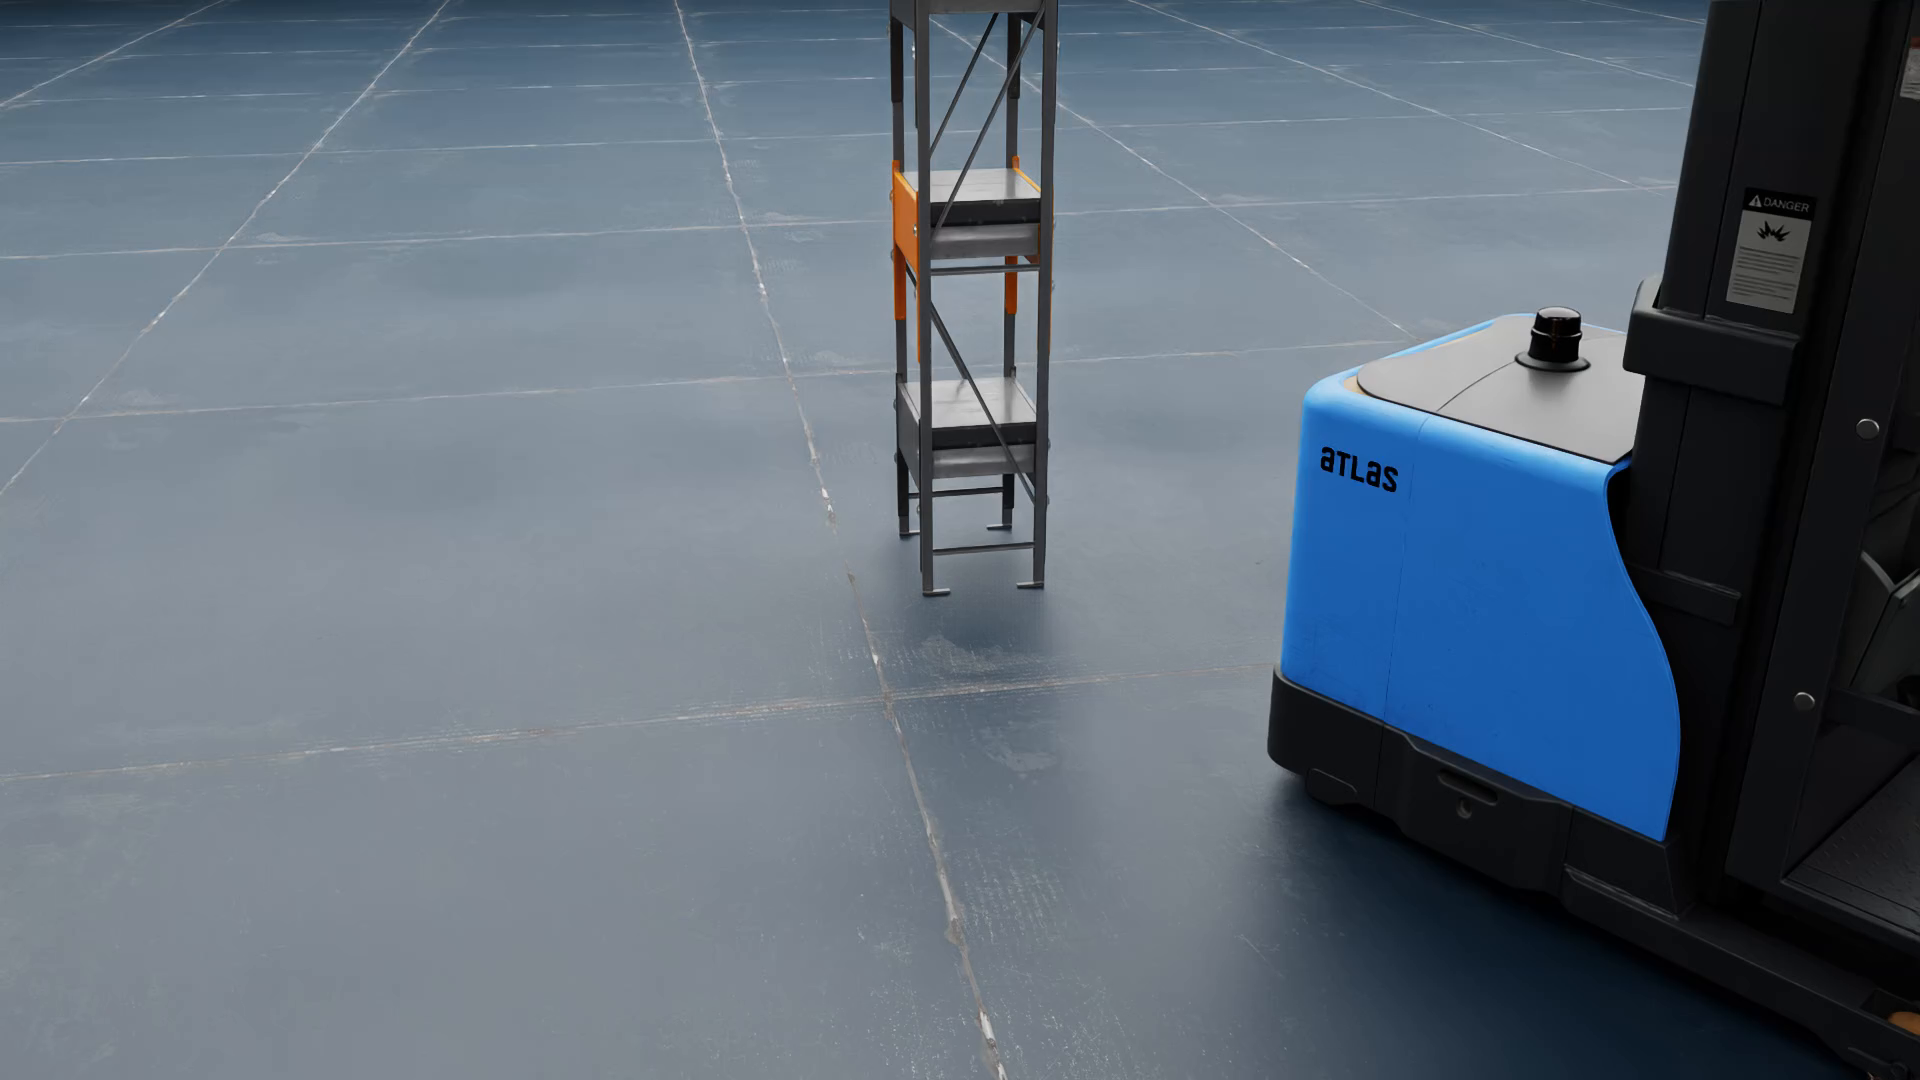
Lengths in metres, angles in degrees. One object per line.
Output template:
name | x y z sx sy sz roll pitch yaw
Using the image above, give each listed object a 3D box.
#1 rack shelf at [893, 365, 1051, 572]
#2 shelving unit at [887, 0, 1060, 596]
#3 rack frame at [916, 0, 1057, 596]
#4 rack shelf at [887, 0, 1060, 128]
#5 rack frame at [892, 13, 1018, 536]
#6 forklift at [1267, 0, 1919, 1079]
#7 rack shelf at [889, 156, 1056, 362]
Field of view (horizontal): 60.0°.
rack shelf | 0.031 -0.243 5.466 0.431 0.518 0.480 -4 24 -10
shelving unit | 0.031 -0.897 5.181 0.431 2.100 0.503 -4 24 -10
rack frame | 0.076 -0.801 4.961 0.400 2.100 0.015 -4 24 -10
rack shelf | 0.031 -1.526 4.906 0.431 0.518 0.480 -4 24 -10
rack frame | -0.015 -0.993 5.400 0.400 2.100 0.015 -4 24 -10
forklift | 2.163 -0.424 3.058 1.130 2.935 3.031 -20 31 -38
rack shelf | 0.031 -0.885 5.186 0.431 0.518 0.480 -4 24 -10
